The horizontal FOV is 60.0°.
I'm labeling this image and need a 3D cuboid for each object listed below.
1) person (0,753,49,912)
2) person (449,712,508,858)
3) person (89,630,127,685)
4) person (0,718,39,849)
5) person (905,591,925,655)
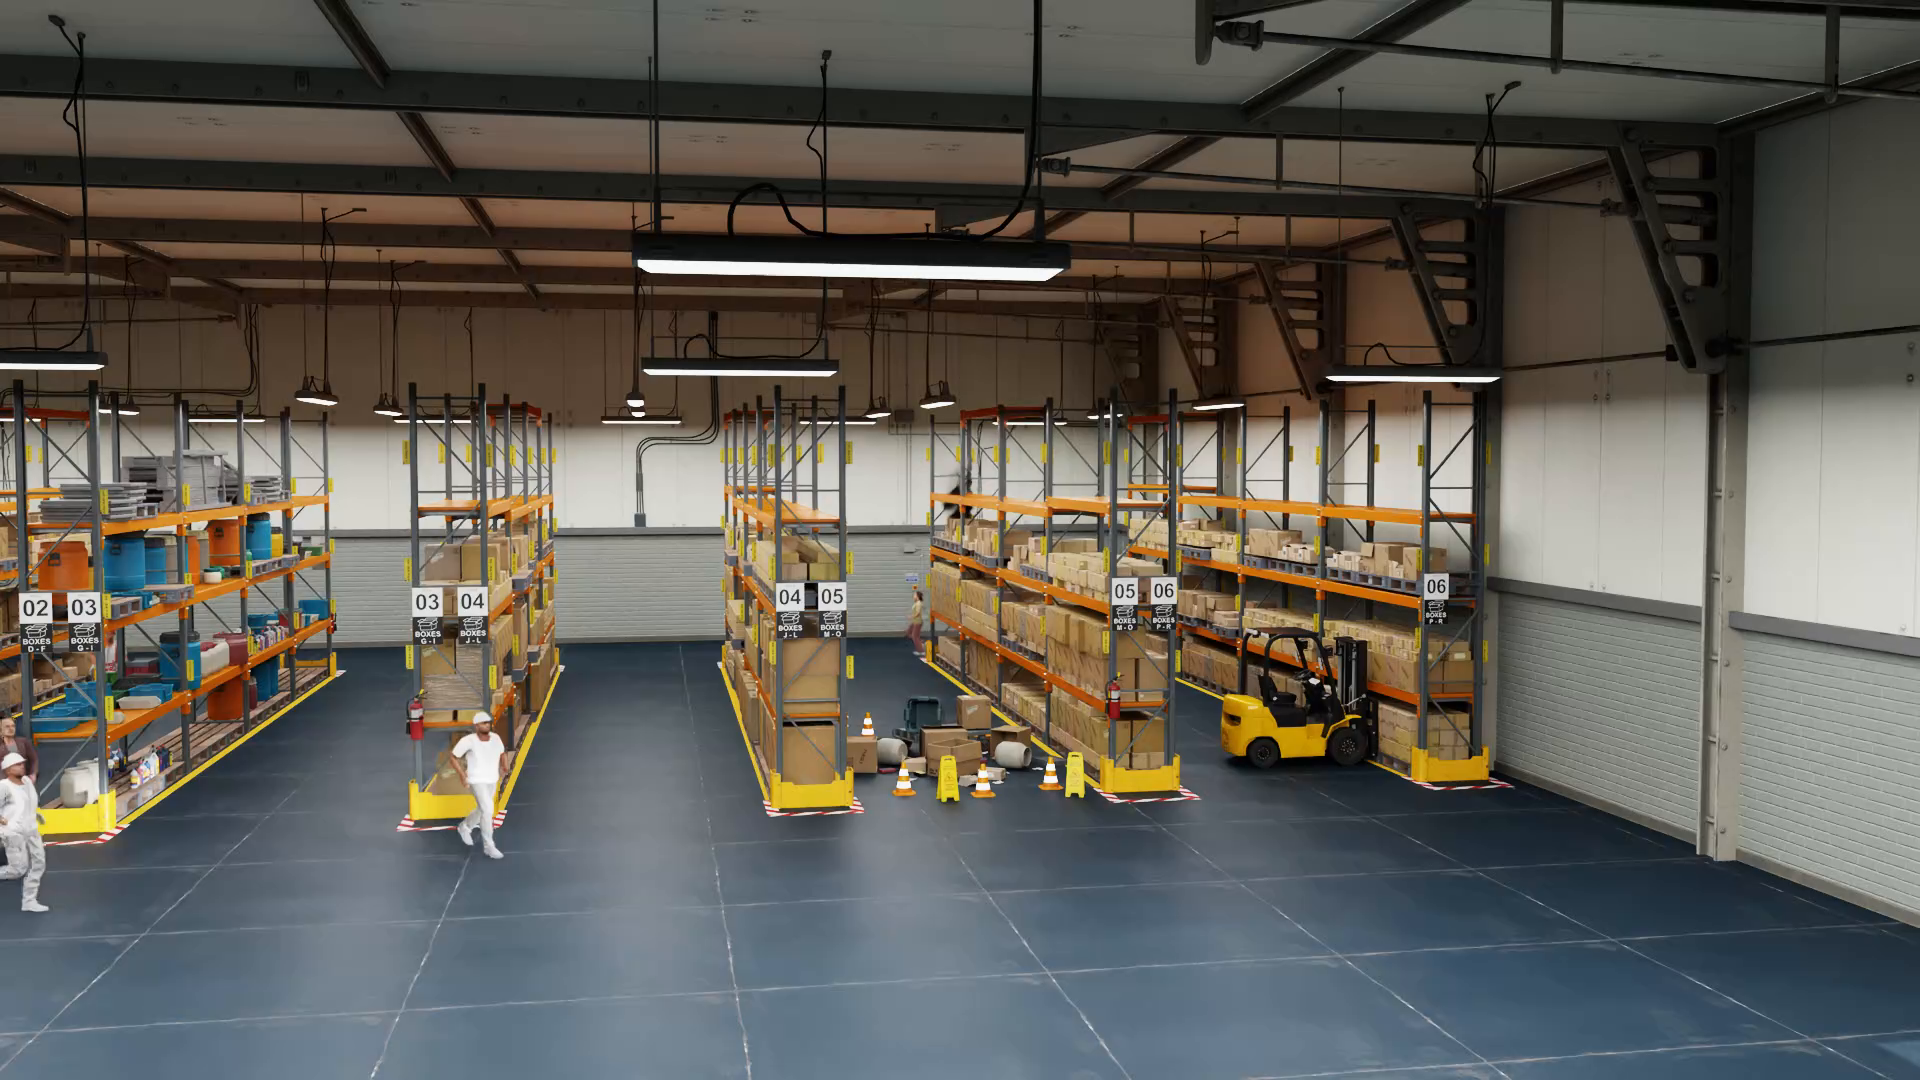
[{"bbox_3d":[-10.378,3.207,18.254,0.769,1.753,0.682,0,3,8],"label":"person"},{"bbox_3d":[-6.003,3.035,20.873,0.907,1.781,0.699,2,3,32],"label":"person"},{"bbox_3d":[-16.210,2.518,31.636,0.659,1.737,0.677,-1,3,-23],"label":"person"},{"bbox_3d":[-11.837,3.100,20.670,0.847,1.780,0.757,2,3,30],"label":"person"},{"bbox_3d":[-1.098,2.080,41.671,0.527,1.625,0.607,-1,3,-11],"label":"person"}]
